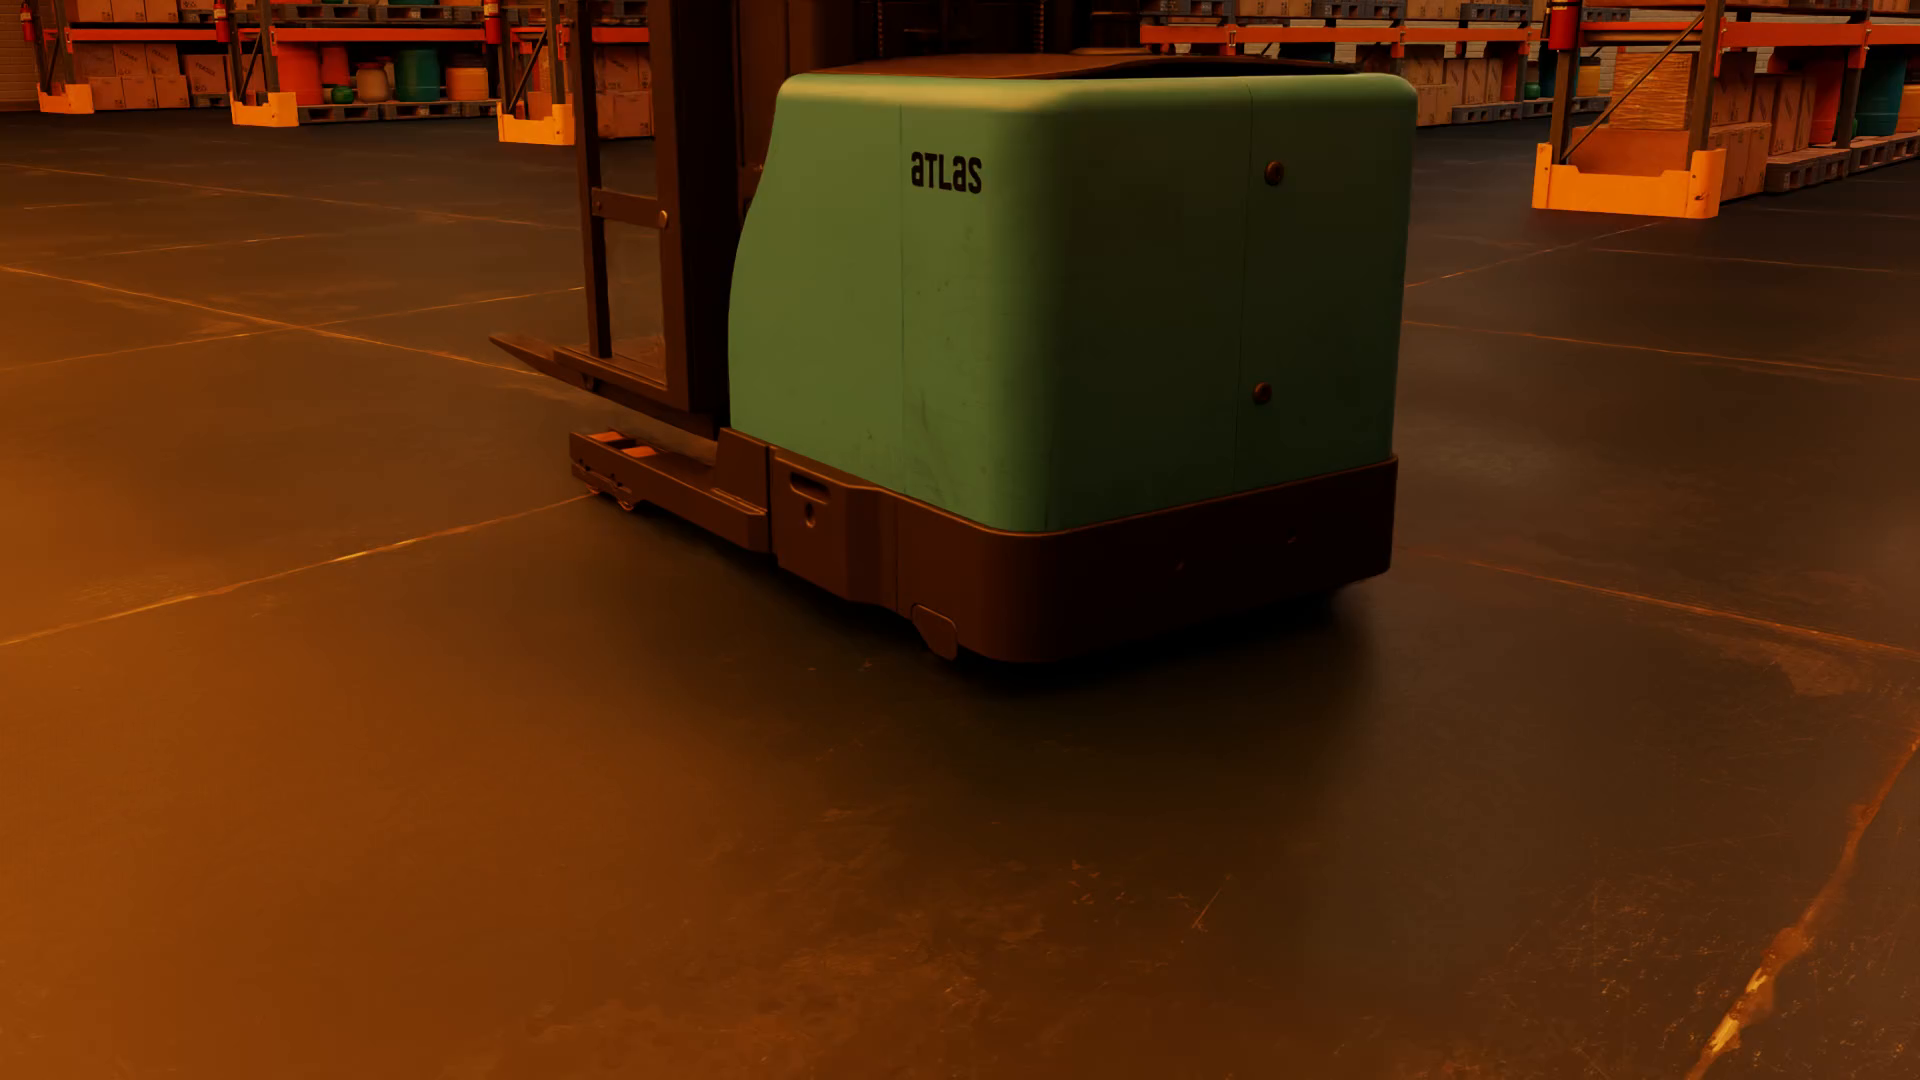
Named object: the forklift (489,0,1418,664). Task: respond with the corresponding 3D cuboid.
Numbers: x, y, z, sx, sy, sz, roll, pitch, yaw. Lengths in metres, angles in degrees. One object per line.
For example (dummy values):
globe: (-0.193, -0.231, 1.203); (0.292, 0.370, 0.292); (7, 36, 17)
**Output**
forklift: (-0.358, -1.546, 3.989); (1.130, 2.935, 3.031); (-12, 21, -34)
